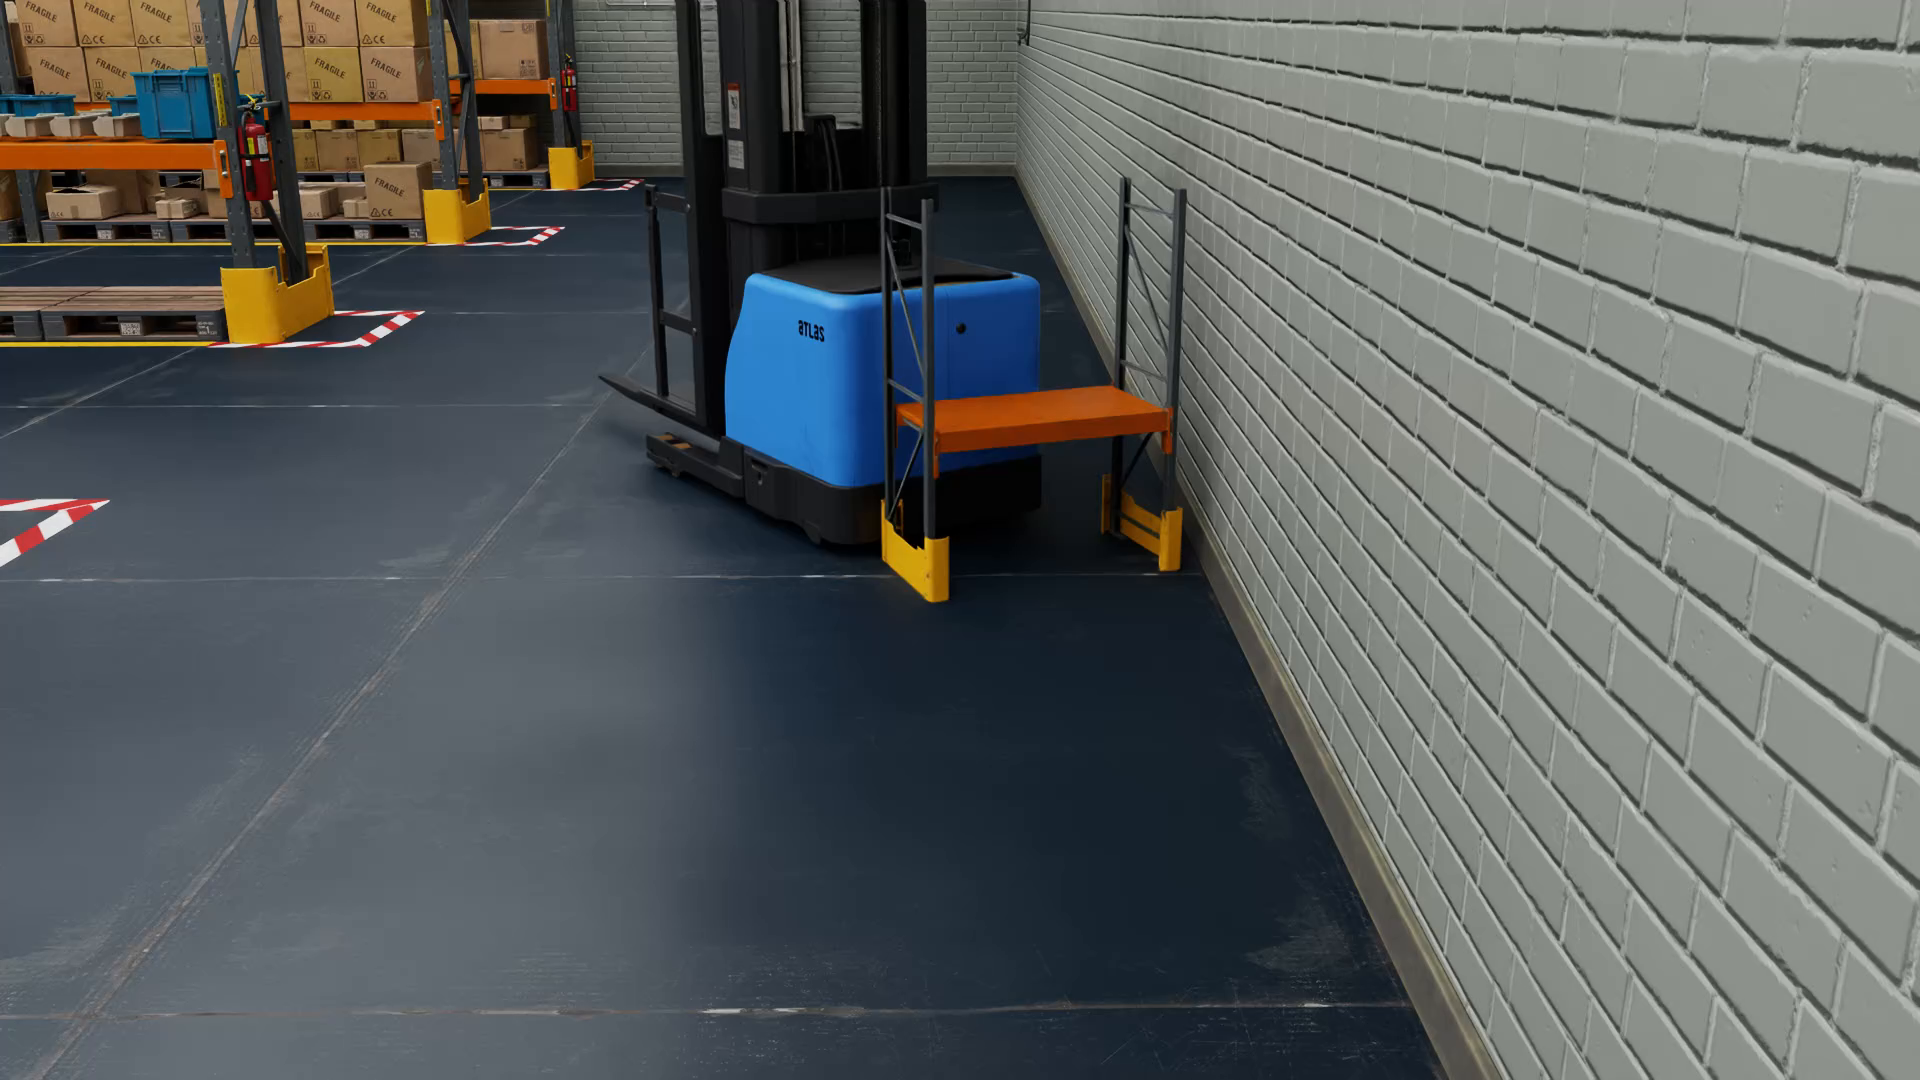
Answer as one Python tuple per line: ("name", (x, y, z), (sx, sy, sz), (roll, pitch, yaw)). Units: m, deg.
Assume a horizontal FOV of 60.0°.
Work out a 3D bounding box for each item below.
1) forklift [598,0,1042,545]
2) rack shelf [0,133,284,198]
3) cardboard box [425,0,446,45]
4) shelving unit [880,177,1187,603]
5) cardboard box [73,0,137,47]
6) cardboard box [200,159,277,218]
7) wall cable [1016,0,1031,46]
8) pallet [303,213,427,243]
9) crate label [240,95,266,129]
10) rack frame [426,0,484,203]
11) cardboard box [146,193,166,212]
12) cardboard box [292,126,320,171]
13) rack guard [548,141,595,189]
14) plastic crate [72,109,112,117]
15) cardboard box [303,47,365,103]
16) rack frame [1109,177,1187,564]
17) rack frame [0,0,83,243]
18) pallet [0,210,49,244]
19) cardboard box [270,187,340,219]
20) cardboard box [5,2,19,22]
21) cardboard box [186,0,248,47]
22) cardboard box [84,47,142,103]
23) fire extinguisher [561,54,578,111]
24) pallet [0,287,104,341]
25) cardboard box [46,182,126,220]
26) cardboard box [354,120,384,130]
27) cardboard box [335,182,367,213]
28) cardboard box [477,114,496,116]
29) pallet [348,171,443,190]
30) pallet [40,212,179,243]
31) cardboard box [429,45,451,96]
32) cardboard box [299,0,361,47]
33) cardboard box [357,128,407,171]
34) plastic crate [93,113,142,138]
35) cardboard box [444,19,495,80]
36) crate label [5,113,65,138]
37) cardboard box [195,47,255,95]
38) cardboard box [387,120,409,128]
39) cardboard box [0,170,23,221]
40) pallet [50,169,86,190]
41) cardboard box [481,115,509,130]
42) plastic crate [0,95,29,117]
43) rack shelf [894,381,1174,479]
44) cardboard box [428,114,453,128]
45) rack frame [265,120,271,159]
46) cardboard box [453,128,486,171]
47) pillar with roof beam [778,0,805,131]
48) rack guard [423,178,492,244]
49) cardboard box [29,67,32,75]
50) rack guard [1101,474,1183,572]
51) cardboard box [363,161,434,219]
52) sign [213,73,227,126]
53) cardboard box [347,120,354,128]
("forklift", (-0.879, -1.768, 7.762), (1.130, 2.935, 3.031), (-11, 21, -32))
("rack shelf", (-6.777, -2.566, 11.314), (4.000, 0.370, 1.077), (0, 18, -1))
("cardboard box", (-5.300, -5.033, 16.027), (0.500, 0.500, 0.500), (0, 18, 1))
("shelving unit", (0.283, -0.618, 6.517), (1.083, 1.500, 0.587), (-7, 19, -20))
("cardboard box", (-7.860, -4.855, 15.470), (0.500, 0.500, 0.500), (-1, 18, -3))
("cardboard box", (-6.973, -3.443, 16.237), (0.637, 0.503, 0.797), (0, 18, -1))
("wall cable", (0.727, -7.240, 19.969), (0.112, 2.526, 3.097), (0, 18, -1))
("pallet", (-5.725, -3.099, 16.362), (1.213, 0.211, 1.003), (0, 18, -1))
("crate label", (-5.030, -2.967, 11.560), (0.303, 0.233, 0.416), (0, 18, -1))
("rack frame", (-4.852, -4.431, 15.950), (0.127, 3.000, 1.000), (0, 18, -1))
("cardboard box", (-7.912, -3.373, 16.600), (0.250, 0.149, 0.380), (0, 18, -1))
("cardboard box", (-8.184, -4.907, 20.838), (0.500, 0.500, 0.700), (0, 18, 0))
("rack guard", (-4.910, -4.754, 21.049), (0.348, 0.500, 1.175), (0, 18, -1))
("plastic crate", (-6.030, -2.941, 11.639), (0.298, 0.136, 0.250), (0, 18, -1))
("cardboard box", (-5.814, -4.390, 15.658), (0.500, 0.500, 0.500), (0, 18, 0))
("rack frame", (0.747, -0.674, 6.692), (0.032, 1.500, 0.500), (-7, 19, -20))
("rack frame", (-8.852, -4.412, 15.890), (0.127, 3.000, 1.000), (0, 18, -1))
("pallet", (-9.664, -3.069, 16.268), (1.213, 0.211, 1.003), (0, 18, -1))
("cardboard box", (-6.342, -3.258, 16.075), (0.500, 0.250, 0.500), (0, 18, -1))
("cardboard box", (-11.438, -6.391, 20.149), (0.500, 0.250, 0.500), (0, 18, 0))
("cardboard box", (-6.830, -4.860, 15.485), (0.500, 0.500, 0.500), (0, 18, 1))
("cardboard box", (-7.826, -4.382, 15.634), (0.500, 0.500, 0.500), (0, 18, 0))
("fire extinguisher", (-4.776, -5.589, 20.298), (0.183, 0.674, 0.296), (0, 18, -1))
("pallet", (-6.820, -1.593, 11.669), (1.213, 0.211, 1.003), (0, 18, -1))
("cardboard box", (-8.428, -3.277, 16.034), (0.500, 0.311, 0.500), (0, 18, -1))
("cardboard box", (-7.317, -5.164, 20.578), (0.250, 0.149, 0.380), (-1, 18, -2))
("cardboard box", (-5.900, -3.413, 16.558), (0.500, 0.250, 0.500), (0, 18, -1))
("cardboard box", (-6.017, -5.288, 20.963), (0.250, 0.149, 0.380), (0, 18, -1))
("pallet", (-6.949, -4.584, 20.990), (1.213, 0.211, 1.003), (0, 18, -1))
("pallet", (-8.165, -3.087, 16.326), (1.213, 0.211, 1.003), (0, 18, -1))
("cardboard box", (-5.300, -4.557, 16.179), (0.500, 0.500, 0.500), (0, 18, 0))
("cardboard box", (-5.798, -4.866, 15.505), (0.500, 0.500, 0.500), (0, 18, 1))
("cardboard box", (-7.169, -4.910, 20.848), (0.500, 0.500, 0.700), (0, 18, 0))
("plastic crate", (-5.590, -2.762, 11.081), (0.243, 0.136, 0.396), (0, 18, -1))
("cardboard box", (-6.171, -6.075, 20.582), (0.700, 0.700, 0.980), (0, 18, -1))
("crate label", (-6.158, -2.756, 11.063), (0.243, 0.136, 0.396), (0, 18, -1))
("cardboard box", (-6.817, -4.387, 15.648), (0.500, 0.500, 0.500), (-1, 18, -2))
("cardboard box", (-7.031, -5.283, 20.948), (0.250, 0.149, 0.380), (-1, 18, -2))
("cardboard box", (-9.340, -3.341, 15.925), (0.500, 0.500, 0.500), (0, 18, -1))
("pallet", (-10.927, -4.564, 20.928), (1.213, 0.211, 1.003), (0, 18, -1))
("cardboard box", (-5.758, -5.172, 20.604), (0.250, 0.149, 0.380), (0, 18, -2))
("plastic crate", (-6.646, -2.959, 11.536), (0.300, 0.233, 0.416), (0, 18, -1))
("rack shelf", (0.275, -0.445, 6.569), (1.000, 0.185, 0.538), (-7, 19, -20))
("cardboard box", (-6.522, -5.285, 20.956), (0.250, 0.149, 0.380), (0, 18, 0))
("rack frame", (-8.933, -5.925, 20.606), (0.127, 3.000, 1.000), (0, 18, -1))
("cardboard box", (-6.133, -4.917, 20.871), (0.500, 0.500, 0.700), (0, 18, -1))
("pillar with roof beam", (-2.180, -7.763, 16.516), (0.400, 9.000, 9.100), (0, 18, -1))
("rack guard", (-4.928, -3.241, 16.331), (0.348, 0.500, 1.175), (0, 18, -1))
("cardboard box", (-11.314, -5.741, 20.412), (0.250, 0.149, 0.380), (0, 18, 0))
("rack guard", (0.746, -0.078, 6.882), (0.087, 0.250, 0.587), (-7, 19, -20))
("cardboard box", (-5.392, -3.373, 16.022), (0.500, 0.500, 0.500), (0, 18, -1))
("sign", (-4.753, -2.828, 10.686), (0.005, 0.325, 0.100), (0, 18, -1))
("cardboard box", (-7.542, -5.280, 20.940), (0.250, 0.149, 0.380), (-1, 18, -3))
